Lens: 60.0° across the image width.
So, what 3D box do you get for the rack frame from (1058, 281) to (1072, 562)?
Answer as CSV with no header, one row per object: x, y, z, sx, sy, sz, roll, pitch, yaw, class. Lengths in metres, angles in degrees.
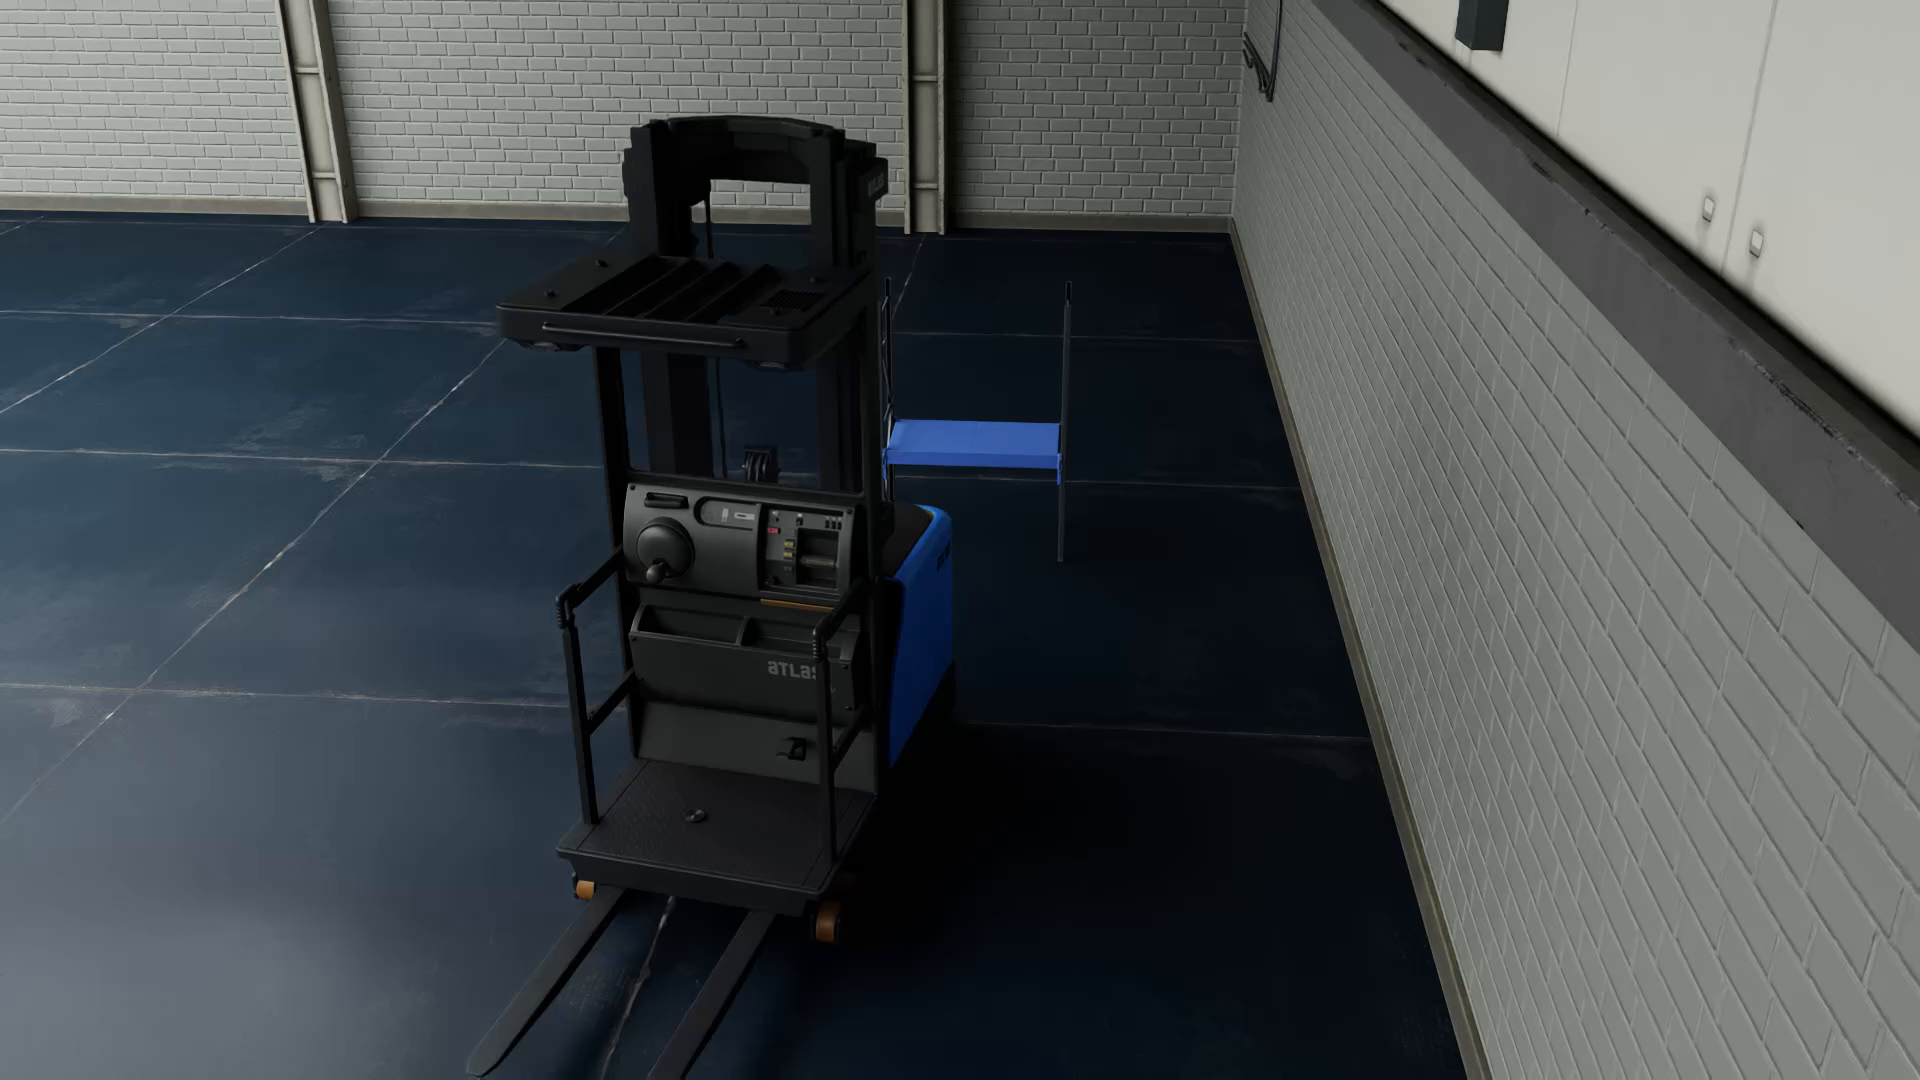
0.592,-0.662,9.395,0.032,1.500,0.500,2,25,4,rack frame

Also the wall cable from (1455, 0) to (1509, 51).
1.761,-4.085,3.793,0.169,6.003,2.305,2,25,4,wall cable

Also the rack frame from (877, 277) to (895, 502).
-0.422,-0.695,9.466,0.032,1.500,0.500,2,25,4,rack frame

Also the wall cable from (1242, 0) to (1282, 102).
2.504,-5.085,13.751,0.112,2.526,3.097,2,25,4,wall cable

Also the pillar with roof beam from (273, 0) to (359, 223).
-6.644,-5.539,11.023,0.400,9.000,9.100,2,25,4,pillar with roof beam

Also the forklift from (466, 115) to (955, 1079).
-0.900,0.038,6.161,1.130,2.935,3.031,6,25,14,forklift

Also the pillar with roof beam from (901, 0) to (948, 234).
-0.662,-5.347,10.605,0.400,9.000,9.100,2,25,4,pillar with roof beam

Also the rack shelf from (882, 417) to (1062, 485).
0.085,-0.515,9.506,1.000,0.185,0.538,2,25,4,rack shelf

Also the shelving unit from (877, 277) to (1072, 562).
0.085,-0.679,9.431,1.048,1.500,0.538,2,25,4,shelving unit
